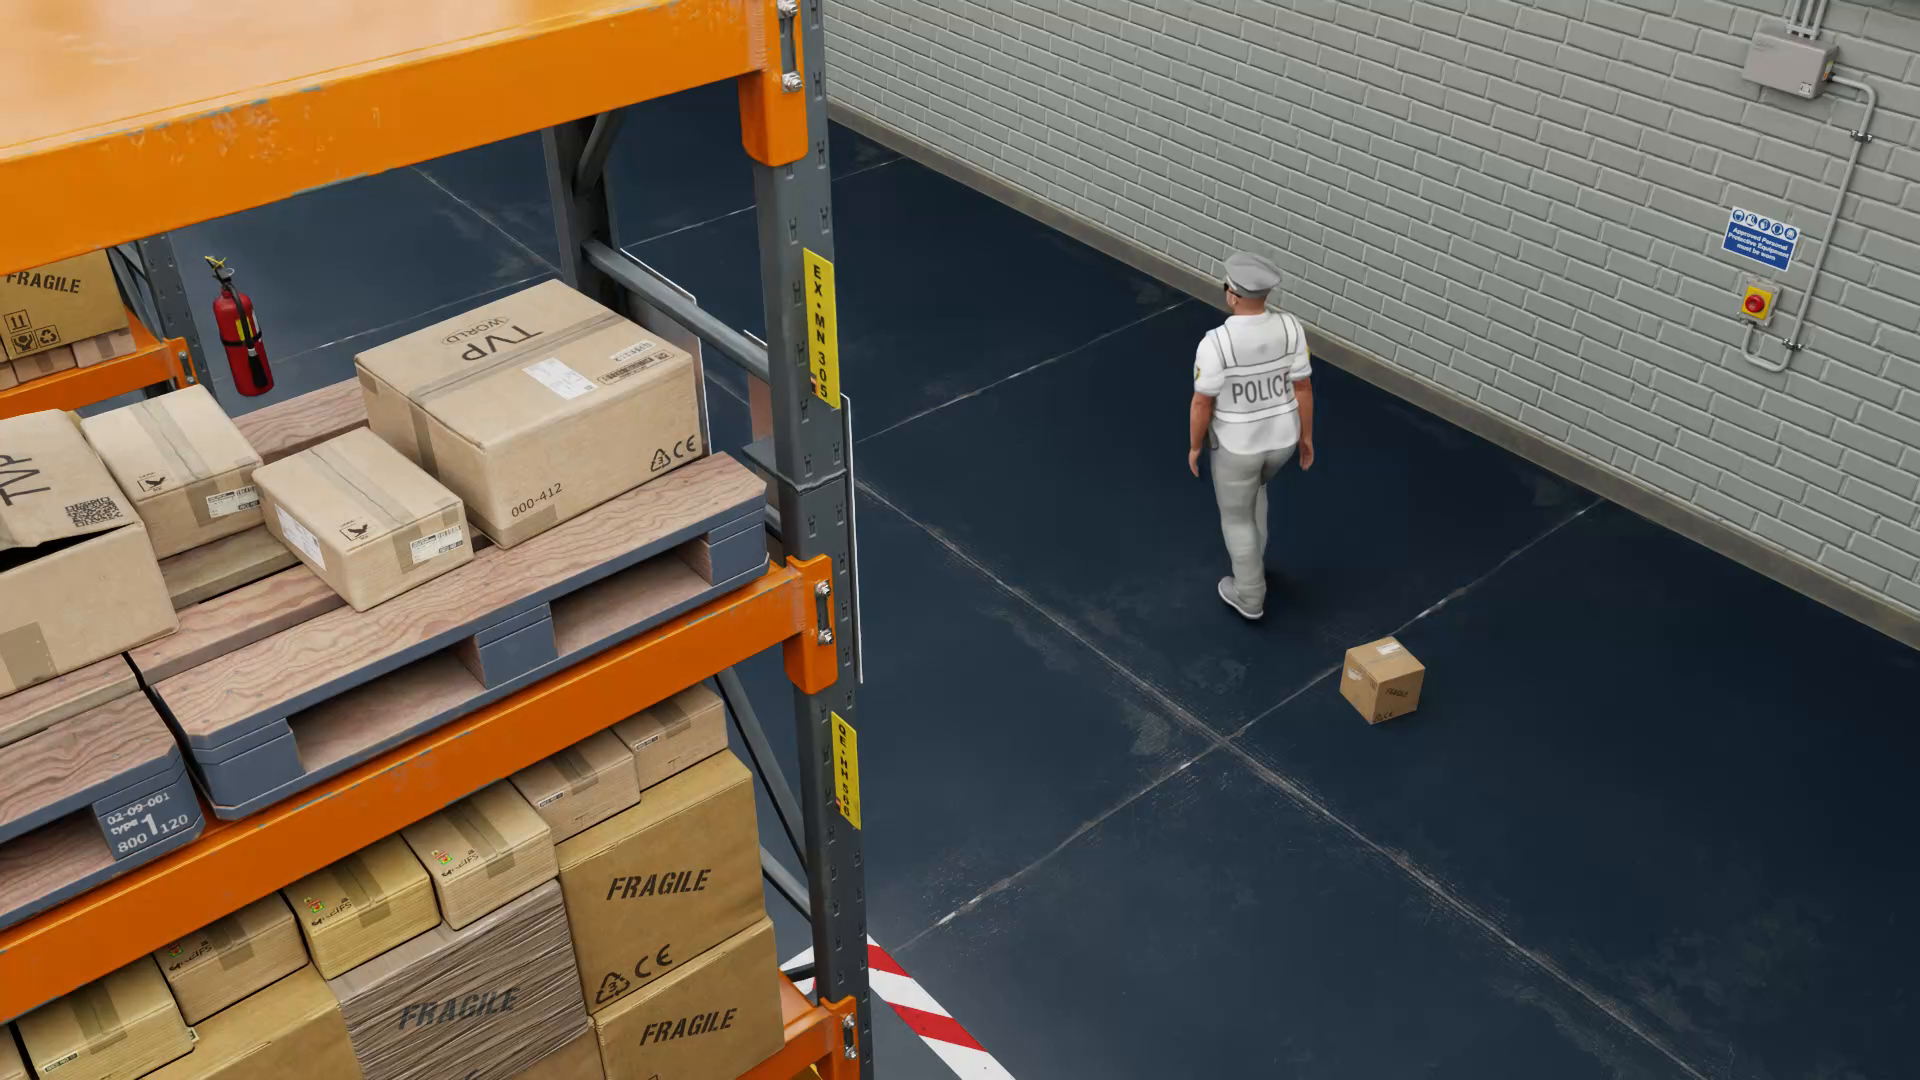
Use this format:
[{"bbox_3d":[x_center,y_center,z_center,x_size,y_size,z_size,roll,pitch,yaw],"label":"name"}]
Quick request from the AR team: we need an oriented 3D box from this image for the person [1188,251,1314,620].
[{"bbox_3d":[1.337,-0.438,7.689,0.568,1.792,0.542,-14,38,-19],"label":"person"}]
